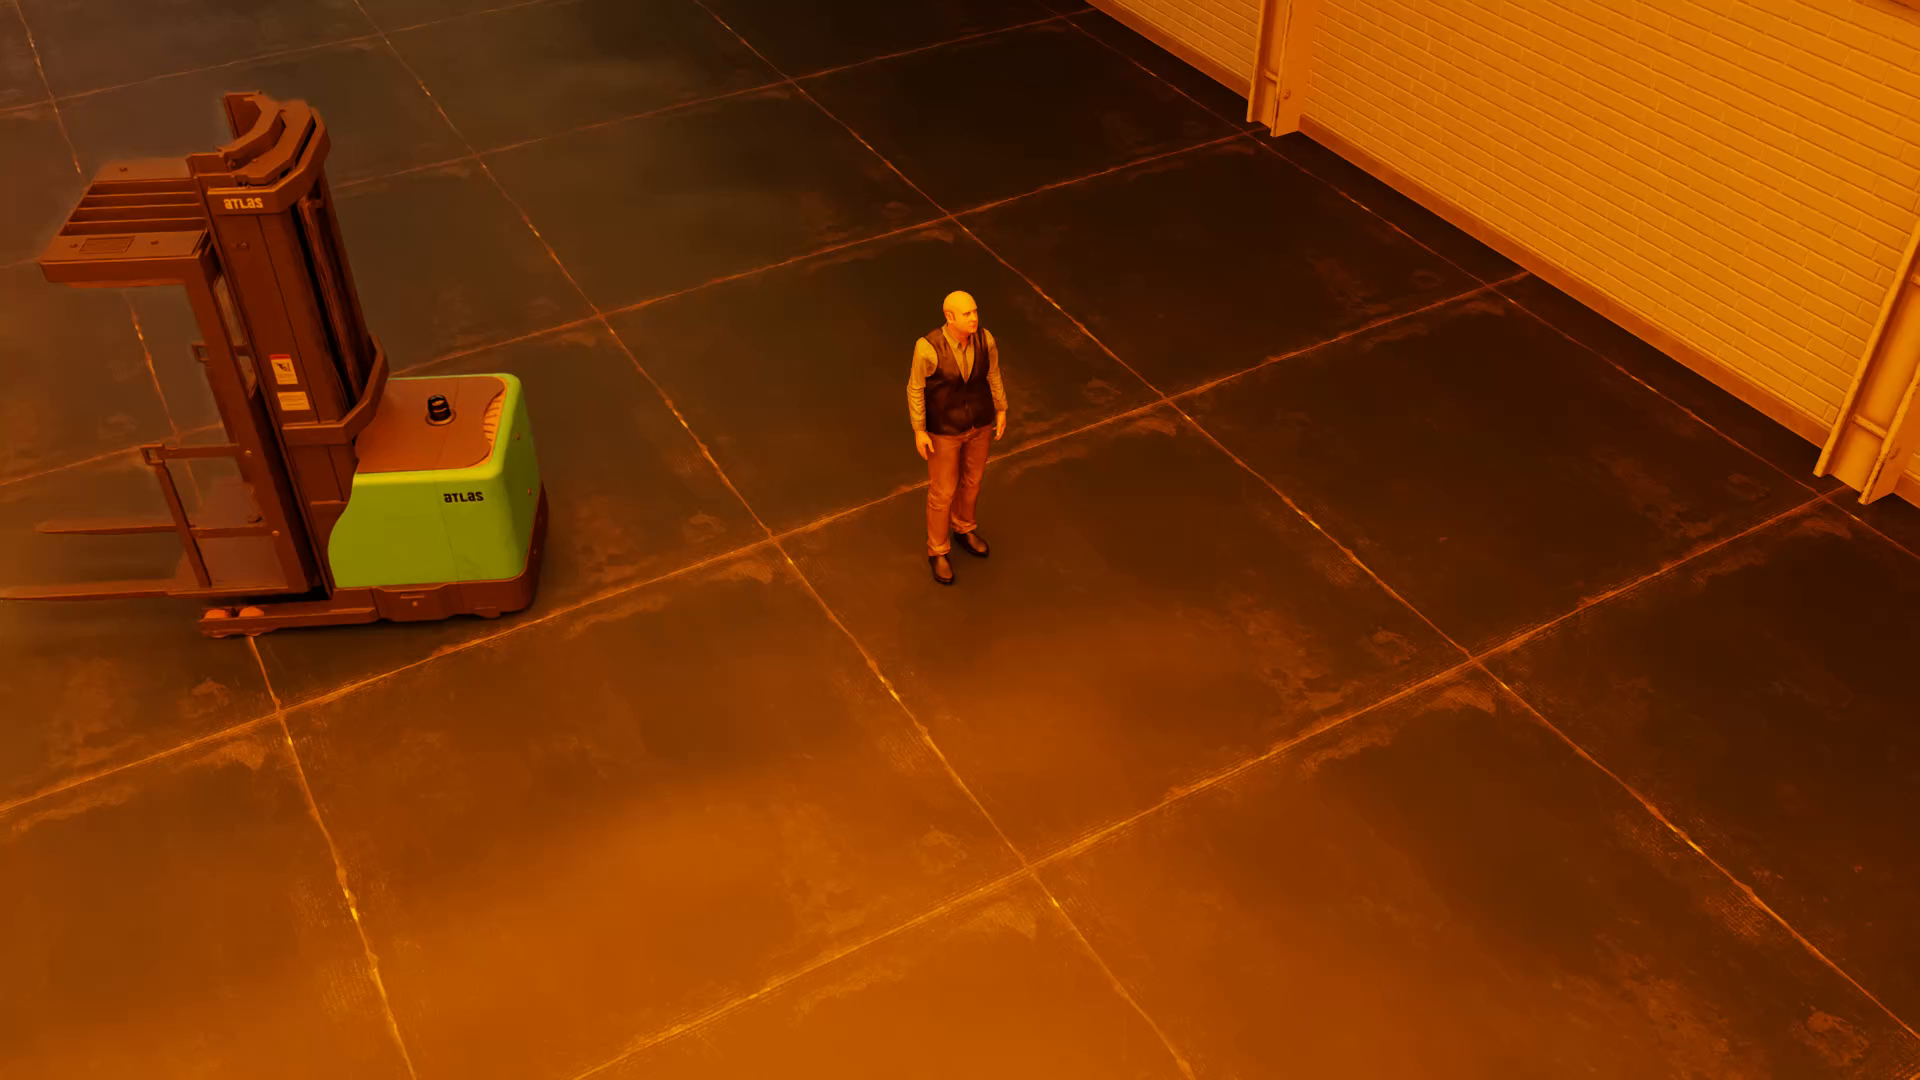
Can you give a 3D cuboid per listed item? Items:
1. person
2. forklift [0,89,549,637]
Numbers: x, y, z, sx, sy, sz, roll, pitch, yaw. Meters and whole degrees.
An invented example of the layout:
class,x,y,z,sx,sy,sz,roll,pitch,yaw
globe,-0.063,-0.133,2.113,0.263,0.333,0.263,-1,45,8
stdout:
class,x,y,z,sx,sy,sz,roll,pitch,yaw
person,0.024,-0.632,9.733,0.632,1.720,0.568,-20,44,-23
forklift,-4.060,-0.916,9.141,3.031,2.935,1.130,-3,40,-4
